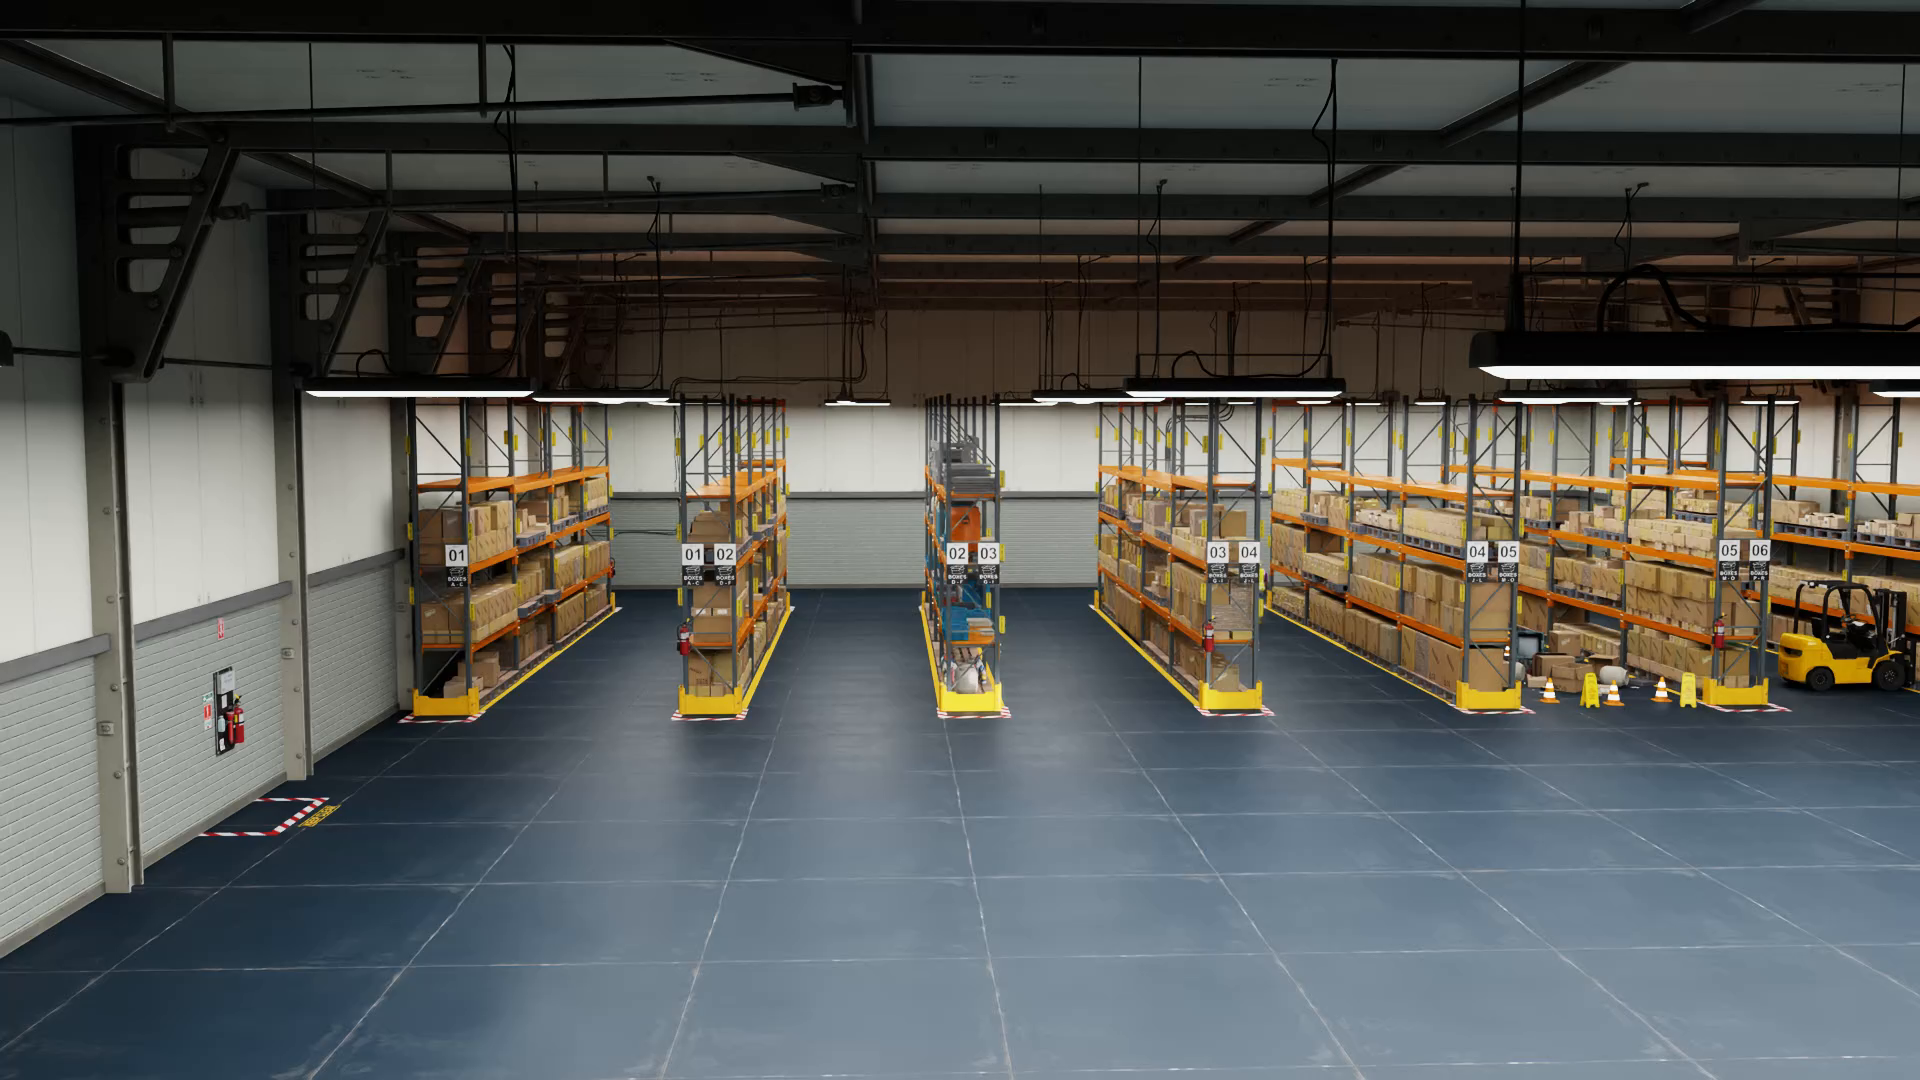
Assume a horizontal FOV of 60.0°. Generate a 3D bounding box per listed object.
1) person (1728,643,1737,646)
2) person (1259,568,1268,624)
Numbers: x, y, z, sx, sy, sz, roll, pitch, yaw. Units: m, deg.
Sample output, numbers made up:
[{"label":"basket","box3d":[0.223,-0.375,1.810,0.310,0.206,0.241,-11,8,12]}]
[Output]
[{"label":"person","box3d":[16.793,1.954,36.301,0.563,1.779,0.432,-2,5,-20]},{"label":"person","box3d":[7.926,1.363,44.319,0.649,1.741,0.649,-2,5,-26]}]
